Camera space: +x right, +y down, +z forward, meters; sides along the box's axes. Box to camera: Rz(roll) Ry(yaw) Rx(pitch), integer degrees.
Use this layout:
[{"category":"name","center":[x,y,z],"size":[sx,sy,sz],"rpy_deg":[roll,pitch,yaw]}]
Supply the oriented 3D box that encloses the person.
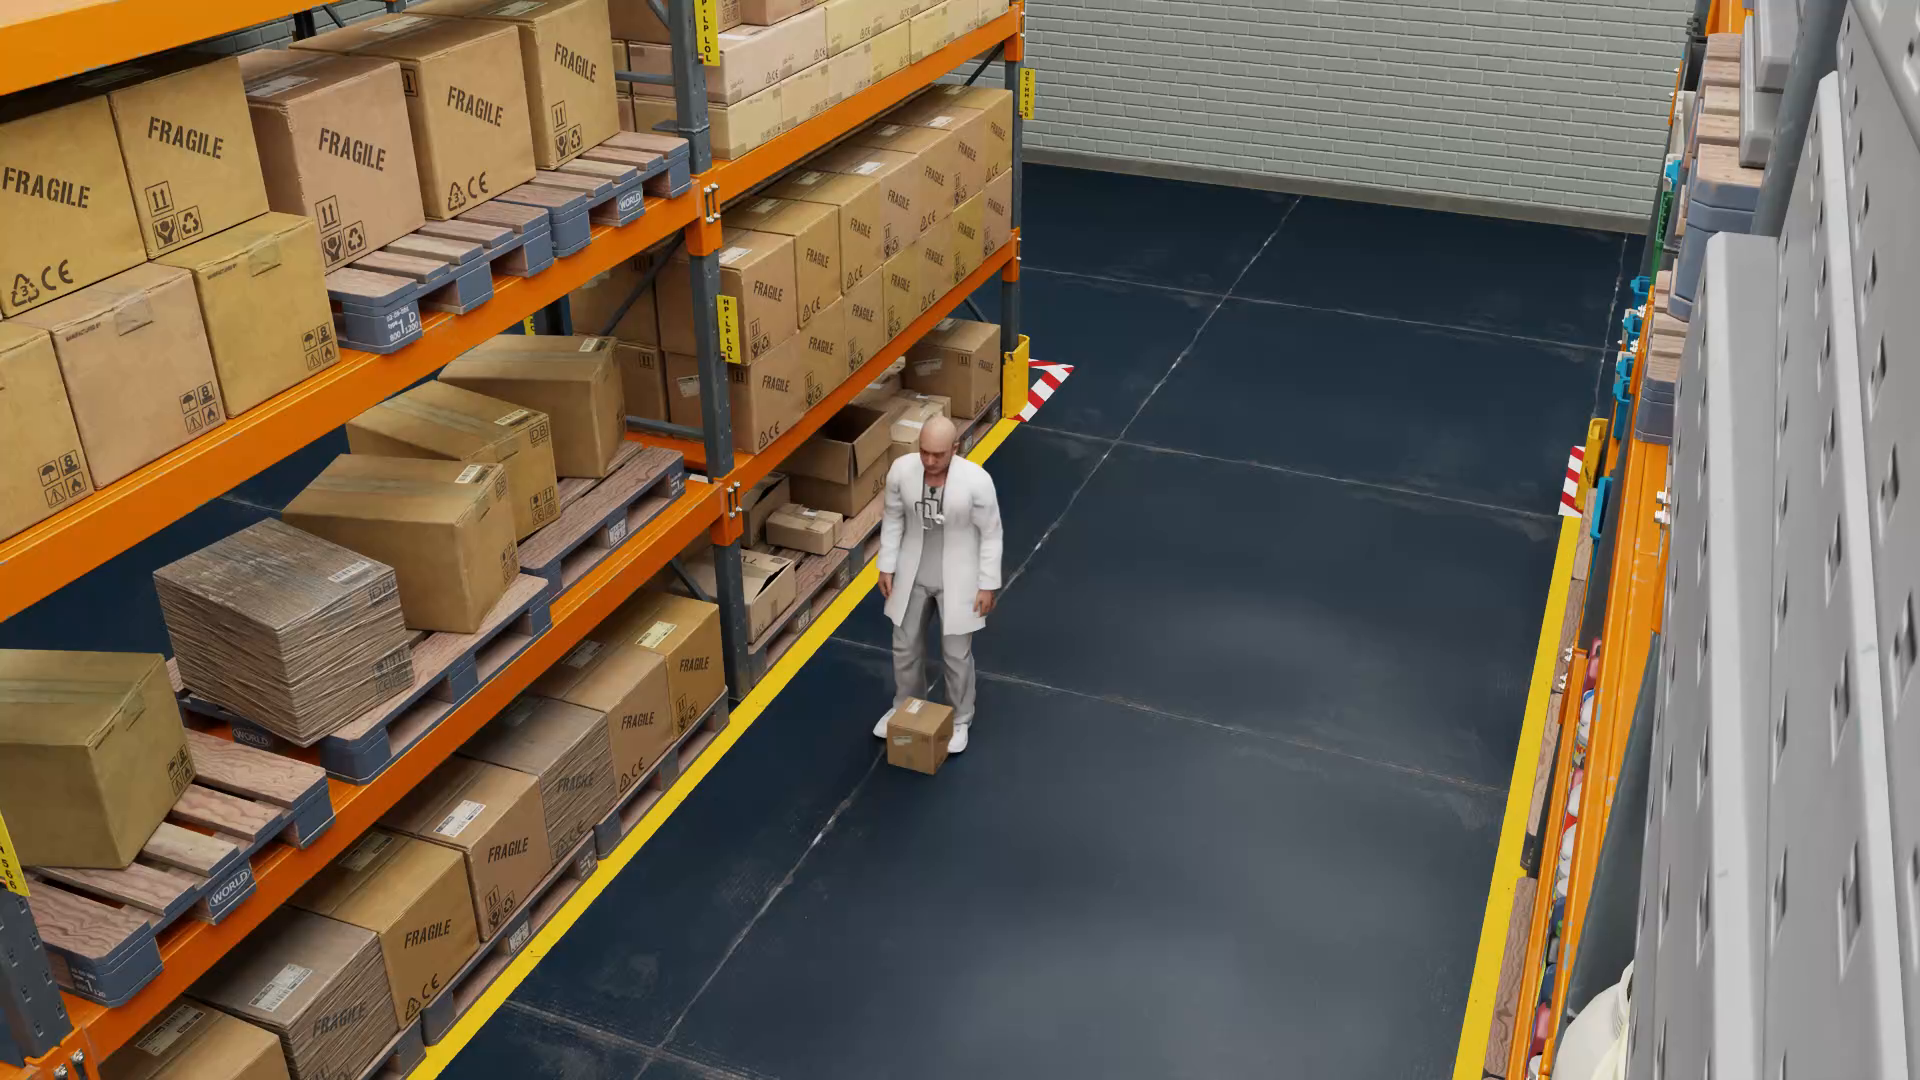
[{"category":"person","center":[-0.109,0.193,8.077],"size":[0.643,1.772,0.429],"rpy_deg":[10,31,17]}]
